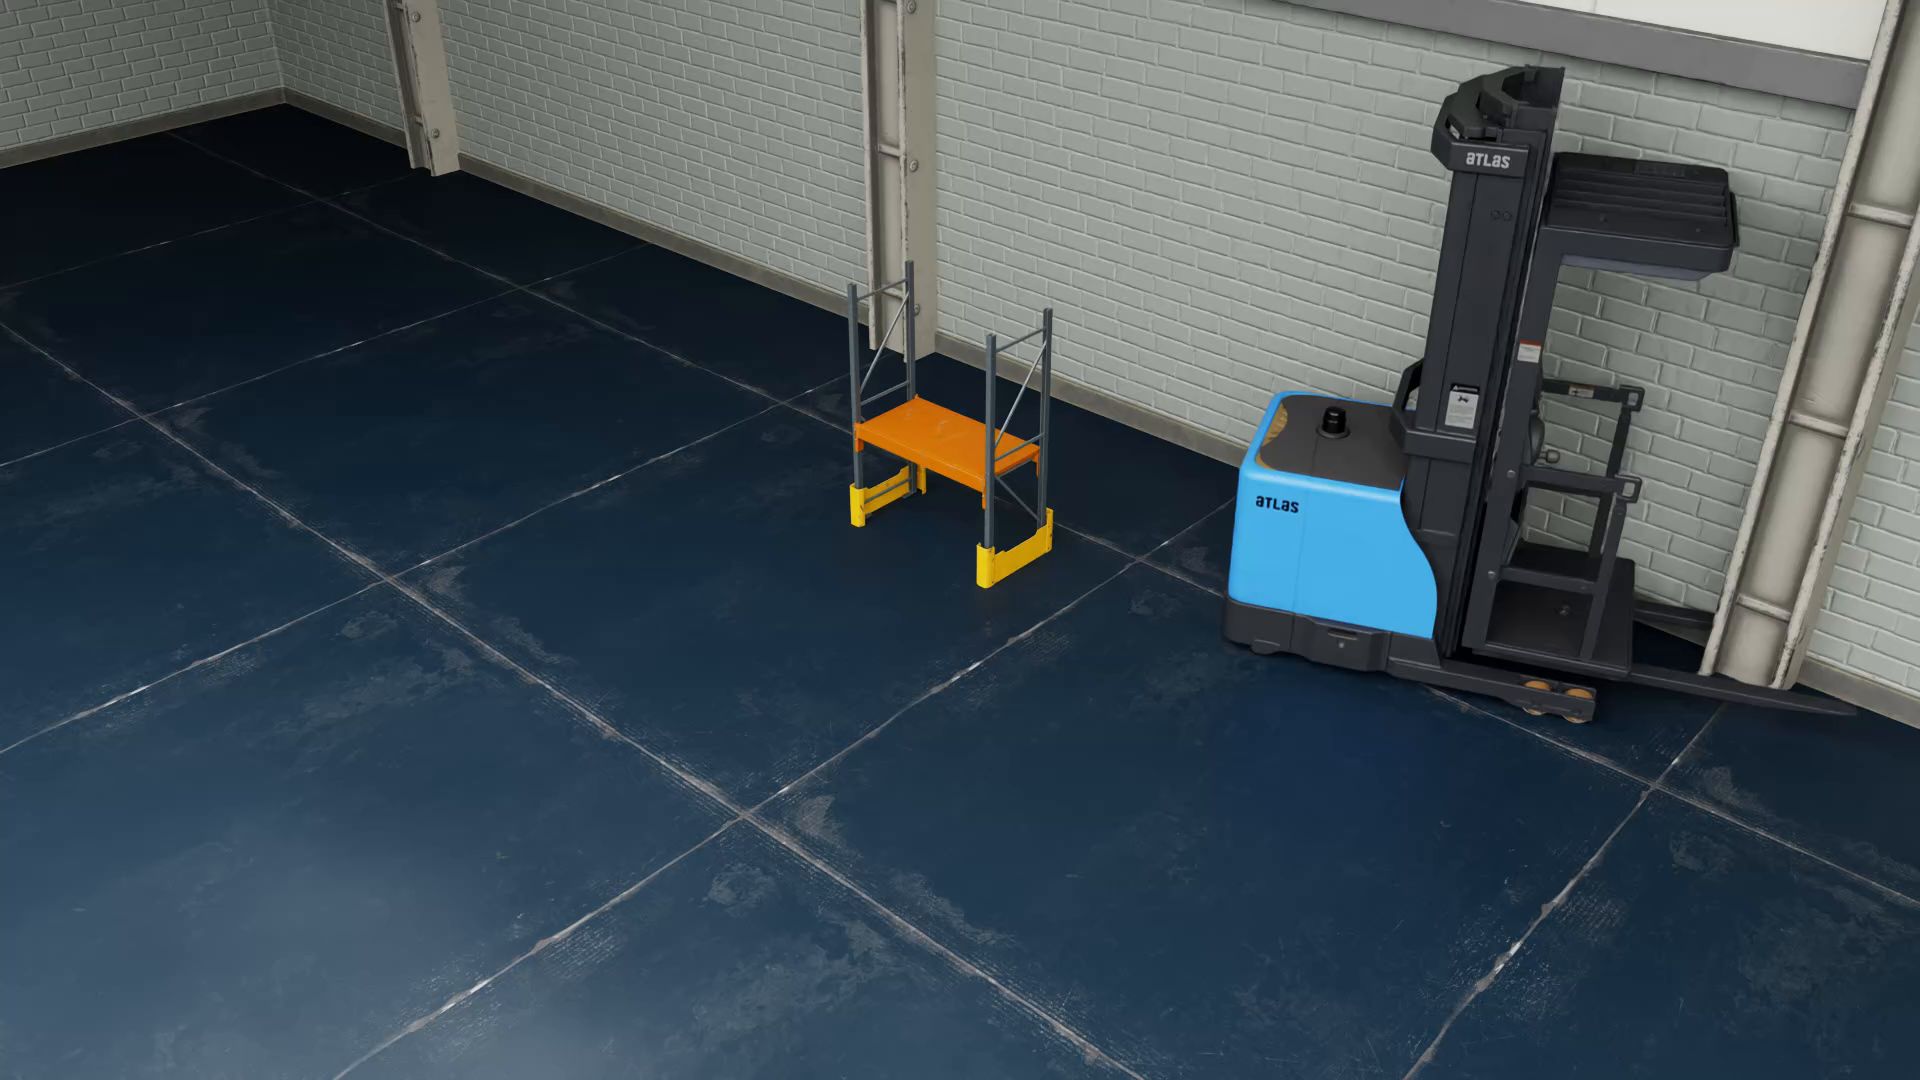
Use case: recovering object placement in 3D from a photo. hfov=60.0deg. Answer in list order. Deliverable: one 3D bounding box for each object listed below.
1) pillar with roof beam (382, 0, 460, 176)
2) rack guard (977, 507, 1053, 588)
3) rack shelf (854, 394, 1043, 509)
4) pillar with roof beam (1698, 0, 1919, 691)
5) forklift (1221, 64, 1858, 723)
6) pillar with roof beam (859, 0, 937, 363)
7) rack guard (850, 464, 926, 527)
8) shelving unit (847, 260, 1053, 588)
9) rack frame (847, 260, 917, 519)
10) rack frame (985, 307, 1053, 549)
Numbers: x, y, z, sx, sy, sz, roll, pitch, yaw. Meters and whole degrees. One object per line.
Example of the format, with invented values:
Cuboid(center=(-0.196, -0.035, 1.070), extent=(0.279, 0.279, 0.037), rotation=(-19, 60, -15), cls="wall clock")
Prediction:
Cuboid(center=(-7.744, -5.662, 10.375), extent=(0.400, 9.000, 9.100), rotation=(25, 39, 35), cls="pillar with roof beam")
Cuboid(center=(0.313, 0.039, 9.388), extent=(0.087, 0.250, 0.587), rotation=(25, 39, 35), cls="rack guard")
Cuboid(center=(-0.063, -0.518, 9.449), extent=(1.000, 0.185, 0.538), rotation=(25, 39, 35), cls="rack shelf")
Cuboid(center=(1.153, -1.509, 3.477), extent=(0.400, 9.000, 9.100), rotation=(25, 39, 35), cls="pillar with roof beam")
Cuboid(center=(2.949, -0.664, 7.956), extent=(3.031, 2.935, 1.130), rotation=(11, 33, 17), cls="forklift")
Cuboid(center=(-3.295, -3.586, 6.926), extent=(0.400, 9.000, 9.100), rotation=(25, 39, 35), cls="pillar with roof beam")
Cuboid(center=(-0.426, -0.306, 9.960), extent=(0.087, 0.250, 0.587), rotation=(25, 39, 35), cls="rack guard")
Cuboid(center=(-0.057, -0.669, 9.351), extent=(1.083, 1.500, 0.587), rotation=(25, 39, 35), cls="shelving unit")
Cuboid(center=(-0.440, -0.848, 9.649), extent=(0.032, 1.500, 0.500), rotation=(25, 39, 35), cls="rack frame")
Cuboid(center=(0.314, -0.496, 9.064), extent=(0.032, 1.500, 0.500), rotation=(25, 39, 35), cls="rack frame")
